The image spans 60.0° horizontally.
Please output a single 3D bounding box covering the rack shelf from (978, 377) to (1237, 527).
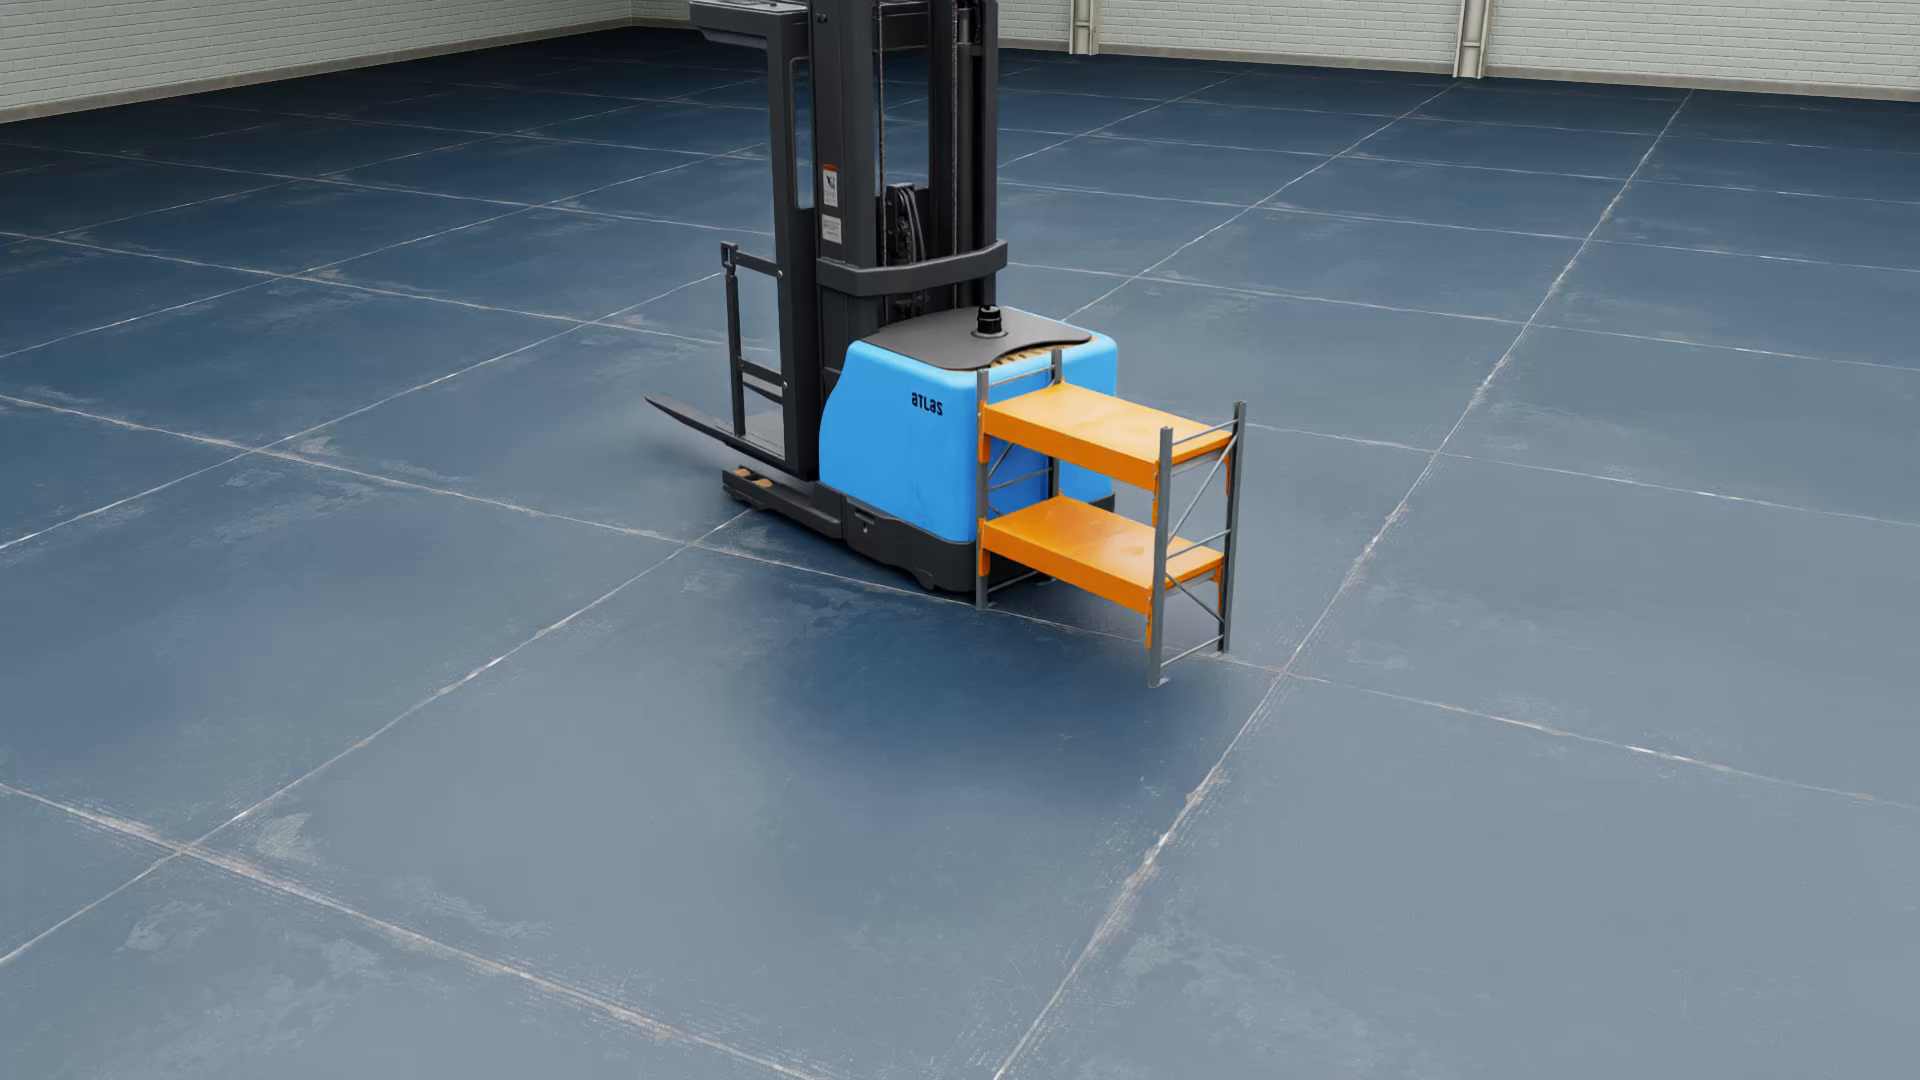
[{"bbox_3d":[0.612,-0.390,6.983,0.538,0.278,1.000,-20,30,-39],"label":"rack shelf"}]

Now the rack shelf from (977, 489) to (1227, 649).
[{"bbox_3d":[0.612,0.104,7.193,0.538,0.278,1.000,-20,30,-39],"label":"rack shelf"}]

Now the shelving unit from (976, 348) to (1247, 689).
[{"bbox_3d":[0.612,-0.121,7.097,0.538,1.125,1.048,-20,30,-39],"label":"shelving unit"}]

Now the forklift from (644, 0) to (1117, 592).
[{"bbox_3d":[-0.593,-1.612,8.296,1.130,2.935,3.031,-19,29,-37],"label":"forklift"}]

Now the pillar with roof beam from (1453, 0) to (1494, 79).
[{"bbox_3d":[5.386,-9.315,18.655,0.400,9.000,9.100,11,25,25],"label":"pillar with roof beam"}]

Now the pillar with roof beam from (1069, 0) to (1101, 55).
[{"bbox_3d":[0.031,-10.374,21.146,0.400,9.000,9.100,11,25,25],"label":"pillar with roof beam"}]

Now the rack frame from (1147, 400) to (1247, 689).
[{"bbox_3d":[0.961,0.024,6.757,0.500,1.125,0.032,-20,30,-39],"label":"rack frame"}]

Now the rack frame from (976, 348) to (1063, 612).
[{"bbox_3d":[0.263,-0.266,7.438,0.500,1.125,0.032,-20,30,-39],"label":"rack frame"}]
